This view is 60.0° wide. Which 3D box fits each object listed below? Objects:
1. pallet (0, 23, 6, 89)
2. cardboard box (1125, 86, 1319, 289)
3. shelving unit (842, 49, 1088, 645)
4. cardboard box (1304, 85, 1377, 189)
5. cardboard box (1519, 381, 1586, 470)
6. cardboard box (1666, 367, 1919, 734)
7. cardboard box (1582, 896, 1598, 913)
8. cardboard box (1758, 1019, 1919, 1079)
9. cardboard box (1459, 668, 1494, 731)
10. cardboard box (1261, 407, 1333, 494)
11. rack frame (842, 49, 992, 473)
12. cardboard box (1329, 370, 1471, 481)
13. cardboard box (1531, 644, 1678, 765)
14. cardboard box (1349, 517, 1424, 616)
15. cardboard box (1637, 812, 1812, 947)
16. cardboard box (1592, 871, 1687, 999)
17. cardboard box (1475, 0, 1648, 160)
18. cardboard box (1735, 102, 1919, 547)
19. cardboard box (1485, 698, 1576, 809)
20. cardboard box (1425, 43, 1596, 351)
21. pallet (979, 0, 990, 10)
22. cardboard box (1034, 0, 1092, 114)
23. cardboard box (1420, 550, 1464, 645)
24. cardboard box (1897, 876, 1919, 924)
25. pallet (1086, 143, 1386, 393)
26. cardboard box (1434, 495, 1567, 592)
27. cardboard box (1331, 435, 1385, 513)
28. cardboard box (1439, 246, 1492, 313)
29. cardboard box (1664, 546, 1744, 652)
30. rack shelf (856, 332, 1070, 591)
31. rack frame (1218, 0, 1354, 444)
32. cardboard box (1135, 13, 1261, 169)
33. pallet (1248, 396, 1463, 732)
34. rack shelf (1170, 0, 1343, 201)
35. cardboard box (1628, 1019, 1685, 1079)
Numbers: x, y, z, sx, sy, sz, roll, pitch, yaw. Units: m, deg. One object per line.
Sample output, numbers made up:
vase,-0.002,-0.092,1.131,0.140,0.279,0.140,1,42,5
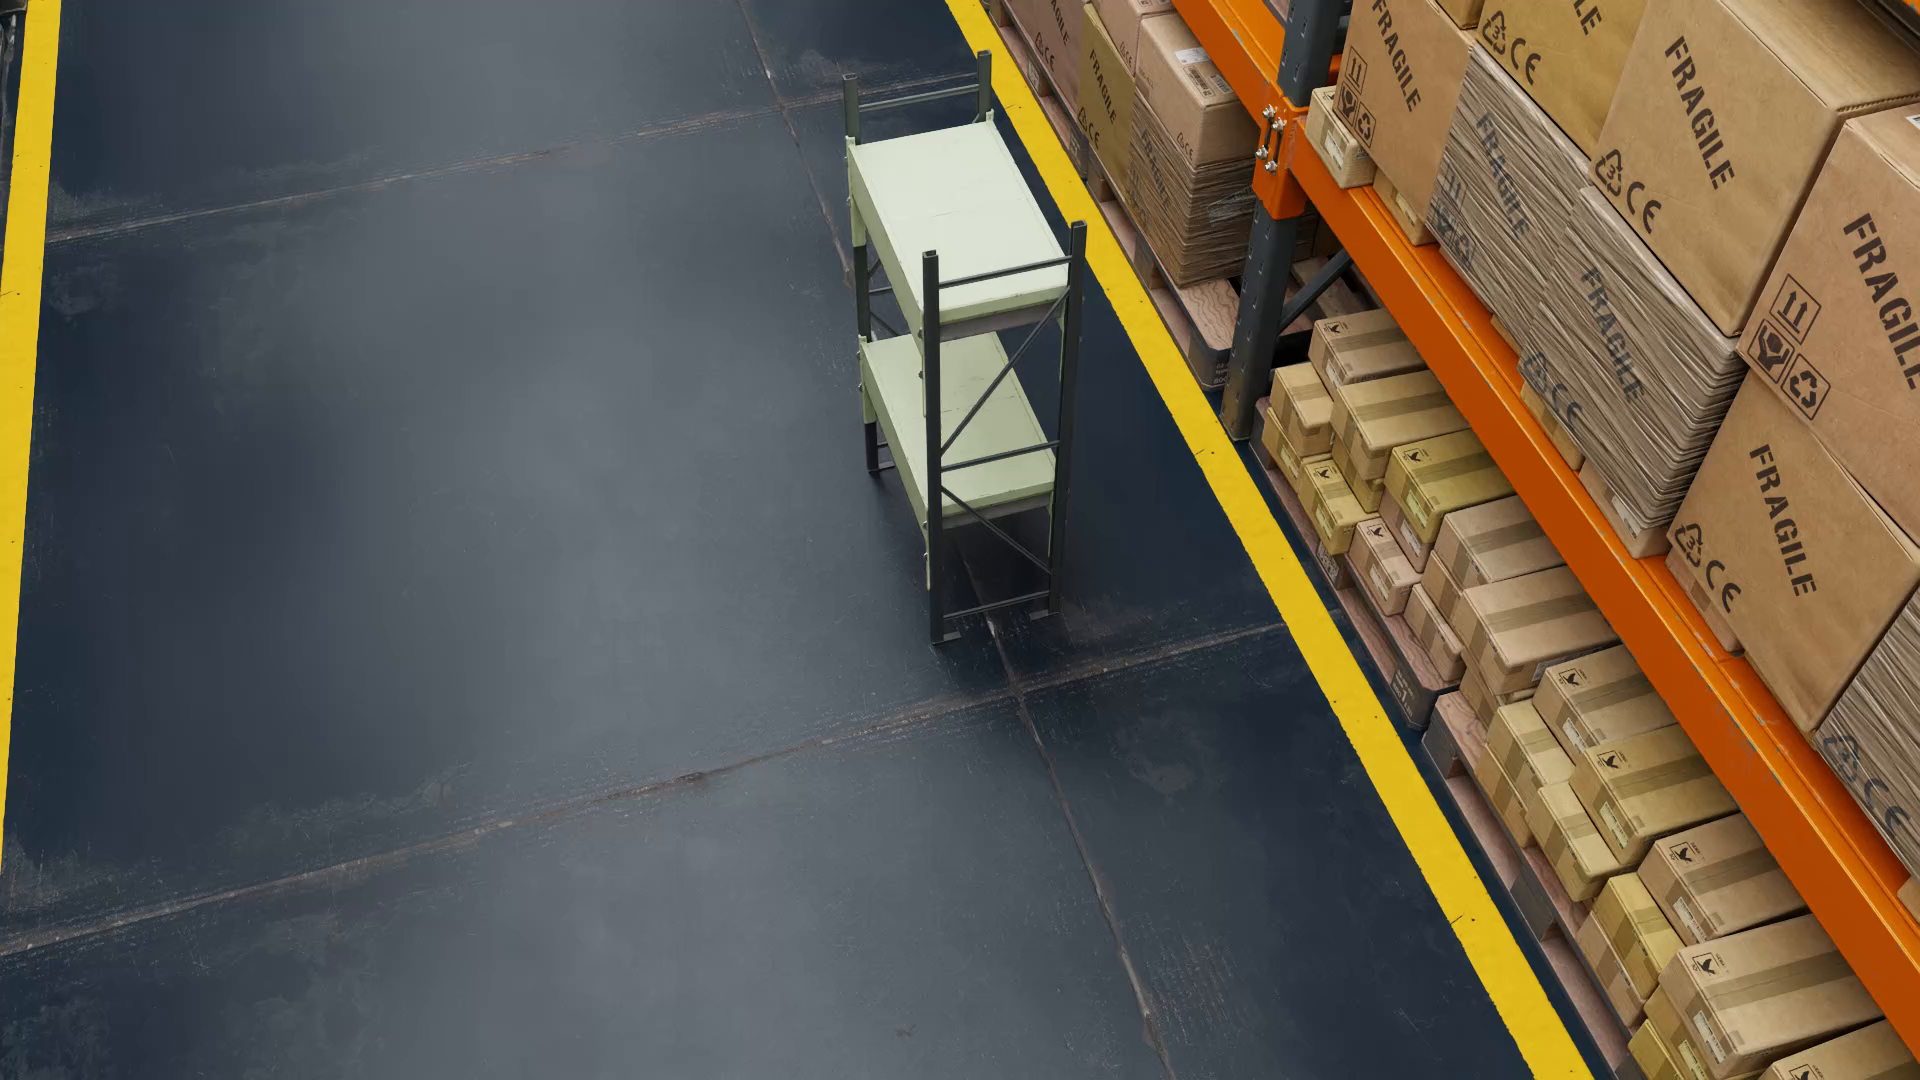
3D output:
pallet,-4.355,-1.681,6.529,1.003,0.211,1.213,-13,51,-11
cardboard box,0.906,-1.257,5.708,0.500,0.500,0.500,-14,51,-12
shelving unit,-0.002,-0.488,4.681,0.431,1.500,0.755,-13,51,-11
cardboard box,1.137,-1.082,4.364,0.380,0.149,0.250,-12,51,-10
cardboard box,1.500,-0.328,3.729,0.380,0.149,0.250,-12,51,-10
cardboard box,1.726,-0.032,3.055,0.500,0.500,0.500,-11,51,-9
cardboard box,1.740,0.791,4.211,0.380,0.149,0.250,-12,51,-10
cardboard box,1.917,1.180,3.494,0.380,0.149,0.250,-15,52,-12
cardboard box,1.604,0.405,4.536,0.380,0.149,0.250,-15,52,-13
cardboard box,1.167,-0.322,5.149,0.380,0.149,0.250,-15,52,-13
rack frame,-0.110,-0.756,4.906,0.400,1.500,0.023,-13,51,-11
cardboard box,1.295,-0.339,4.775,0.380,0.149,0.250,-11,51,-9
cardboard box,1.672,0.405,4.148,0.380,0.149,0.250,-15,52,-12
cardboard box,1.368,0.043,4.842,0.380,0.149,0.250,-14,51,-11
cardboard box,1.812,0.779,3.833,0.380,0.149,0.250,-15,51,-12
cardboard box,1.741,0.899,3.926,0.380,0.149,0.250,-11,51,-9
cardboard box,1.434,-1.134,3.330,0.500,0.500,0.500,-15,51,-12
cardboard box,1.704,-0.384,2.698,0.500,0.500,0.500,-15,51,-12
cardboard box,1.584,0.518,4.247,0.380,0.149,0.250,-14,51,-11
cardboard box,1.425,-0.793,3.697,0.500,0.500,0.500,-13,51,-11
pallet,0.413,-2.895,7.553,1.003,0.211,1.213,-13,51,-11
cardboard box,0.607,-2.007,6.341,0.500,0.500,0.500,-14,51,-12
cardboard box,1.511,0.113,4.588,0.380,0.149,0.250,-16,52,-13
cardboard box,1.908,0.634,2.918,0.380,0.149,0.250,-15,52,-13
pallet,1.134,-1.113,6.050,1.003,0.211,1.213,-13,51,-11
cardboard box,1.515,0.020,4.472,0.380,0.149,0.250,-15,51,-12
cardboard box,1.328,-0.254,4.898,0.380,0.149,0.250,-13,51,-11
cardboard box,1.413,-0.727,4.065,0.380,0.149,0.250,-15,52,-13
cardboard box,1.696,0.054,3.407,0.380,0.149,0.250,-12,51,-10
rack shelf,-0.002,-0.278,4.930,0.431,0.370,0.720,-13,51,-11
rack frame,1.366,-1.444,4.505,1.000,3.000,0.127,-13,51,-11
cardboard box,0.904,-1.502,5.424,0.500,0.250,0.500,-15,51,-12
pallet,1.598,-0.062,5.165,1.003,0.211,1.213,-13,51,-11
rack shelf,0.774,-2.673,6.012,1.077,0.370,4.000,-13,51,-11
cardboard box,1.804,1.197,3.869,0.380,0.149,0.250,-15,52,-13
